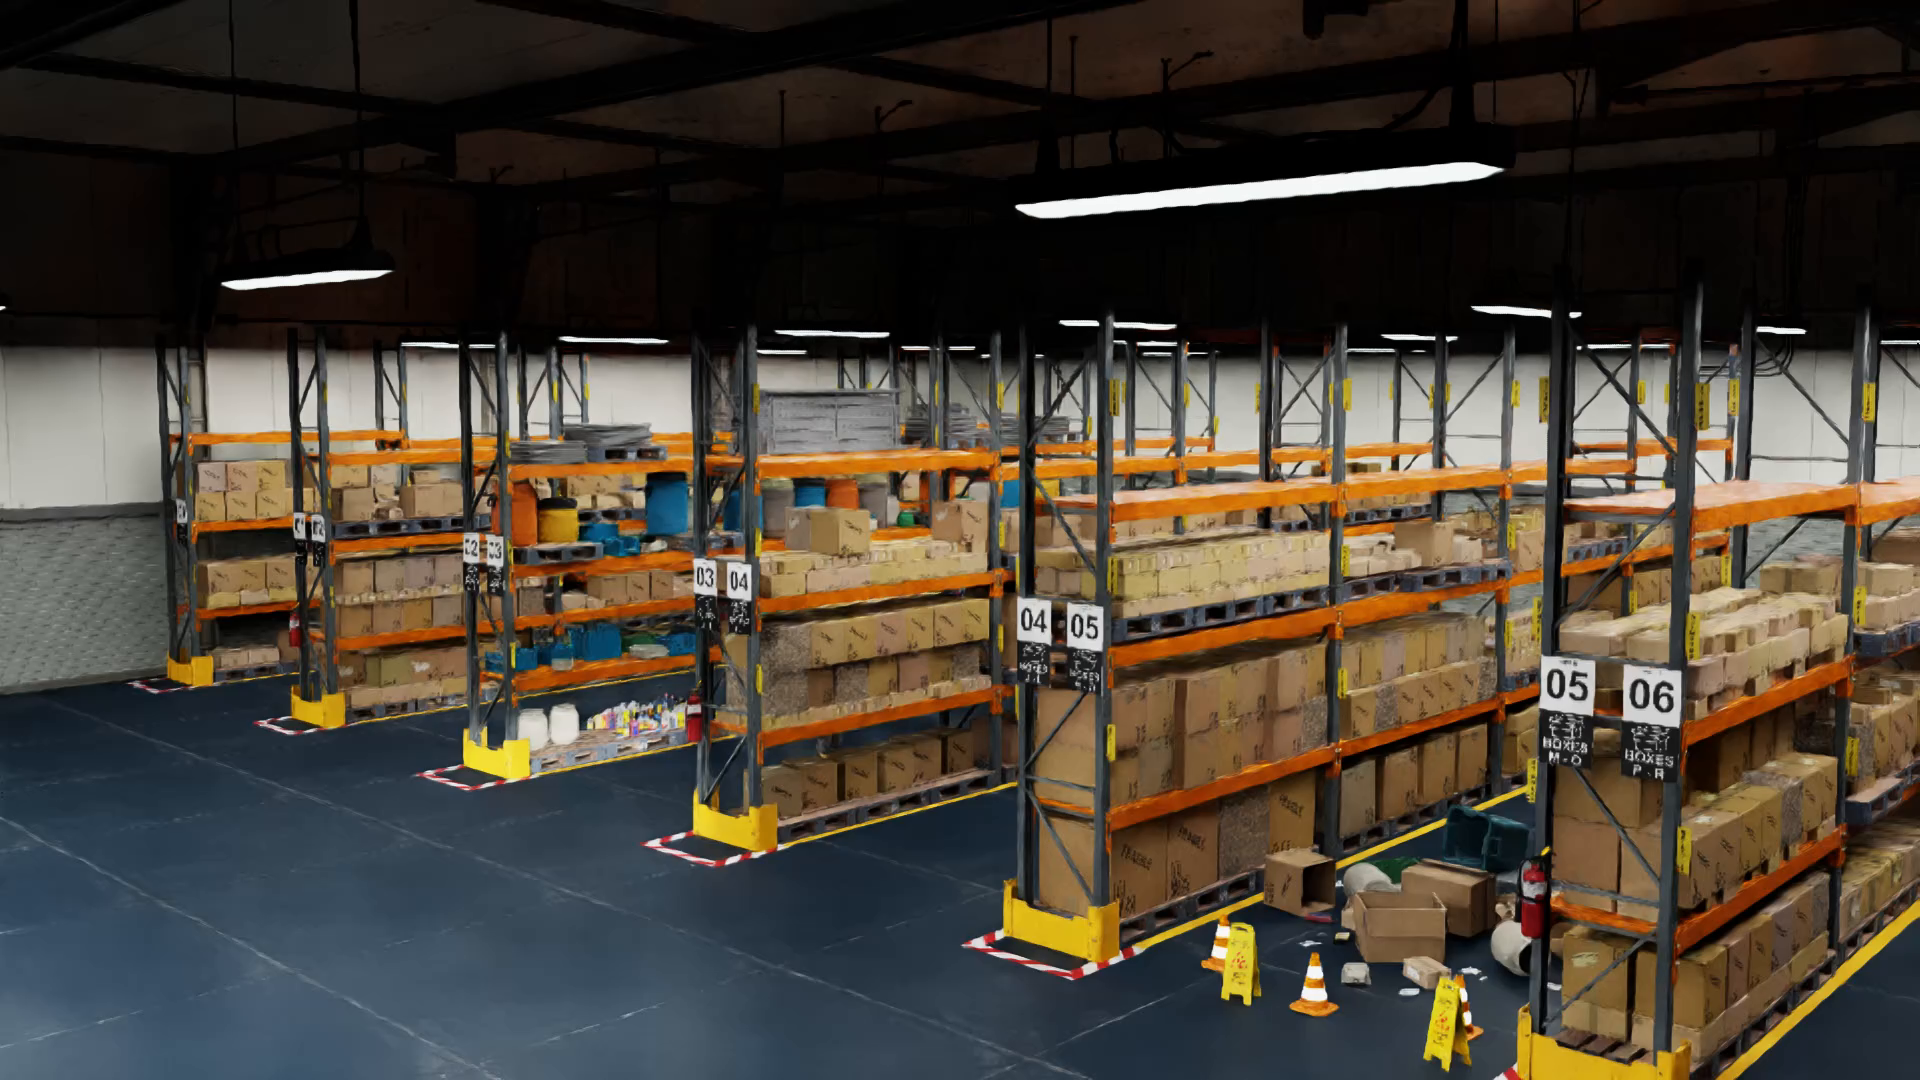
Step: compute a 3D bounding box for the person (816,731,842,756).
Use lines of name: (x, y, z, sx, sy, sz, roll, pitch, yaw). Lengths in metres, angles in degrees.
person: (-1.686, 2.205, 21.969, 0.448, 1.780, 0.586, 1, 5, 12)
